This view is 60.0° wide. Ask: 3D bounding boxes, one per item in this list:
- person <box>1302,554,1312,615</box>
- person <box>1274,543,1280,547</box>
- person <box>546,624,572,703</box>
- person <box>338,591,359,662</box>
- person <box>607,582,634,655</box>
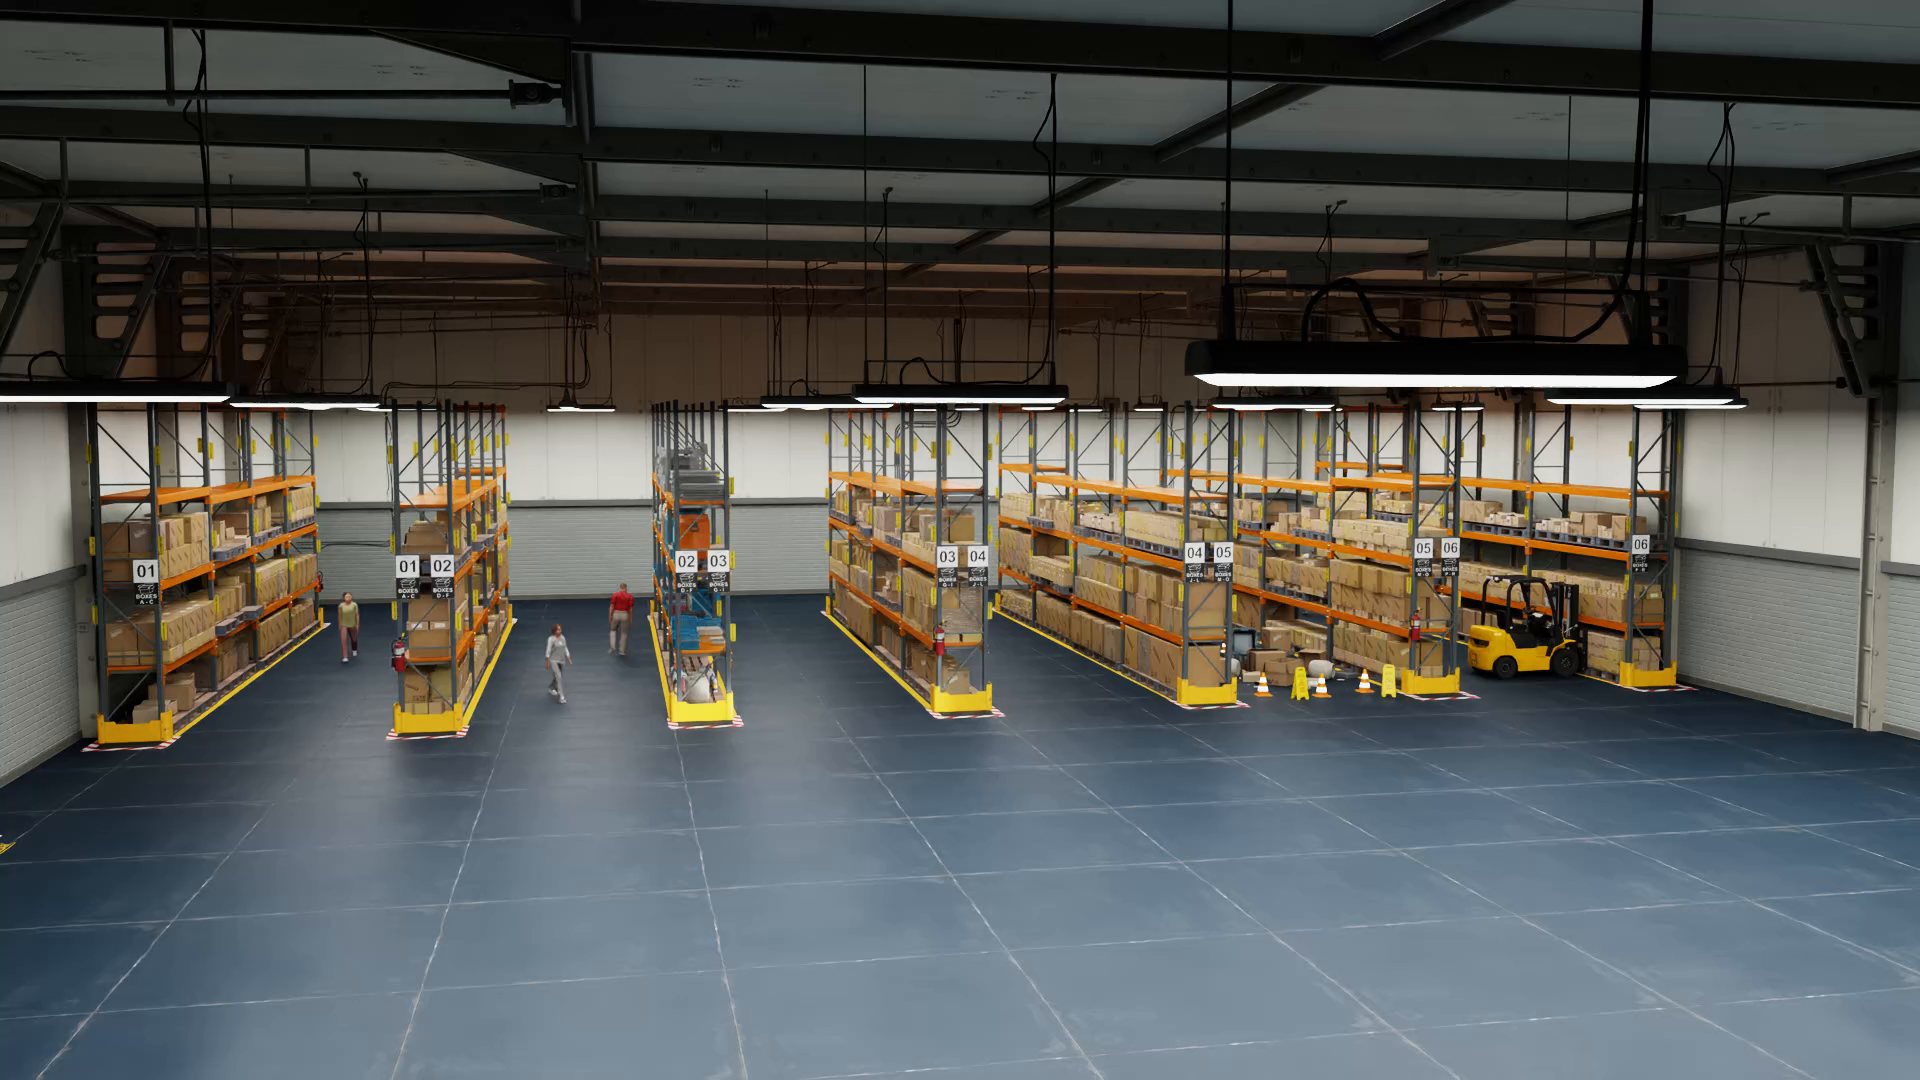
[{"bbox_3d":[9.916,1.271,47.413,0.467,1.765,0.616,3,5,35],"label":"person"},{"bbox_3d":[9.850,0.966,51.650,1.019,1.731,0.541,-1,4,-11],"label":"person"},{"bbox_3d":[-8.045,2.429,33.206,0.468,1.536,1.003,-3,6,-39],"label":"person"},{"bbox_3d":[-14.218,1.988,38.678,0.456,1.624,0.948,-1,4,-15],"label":"person"},{"bbox_3d":[-8.091,1.870,39.609,0.659,1.732,0.417,-1,4,-7],"label":"person"}]
